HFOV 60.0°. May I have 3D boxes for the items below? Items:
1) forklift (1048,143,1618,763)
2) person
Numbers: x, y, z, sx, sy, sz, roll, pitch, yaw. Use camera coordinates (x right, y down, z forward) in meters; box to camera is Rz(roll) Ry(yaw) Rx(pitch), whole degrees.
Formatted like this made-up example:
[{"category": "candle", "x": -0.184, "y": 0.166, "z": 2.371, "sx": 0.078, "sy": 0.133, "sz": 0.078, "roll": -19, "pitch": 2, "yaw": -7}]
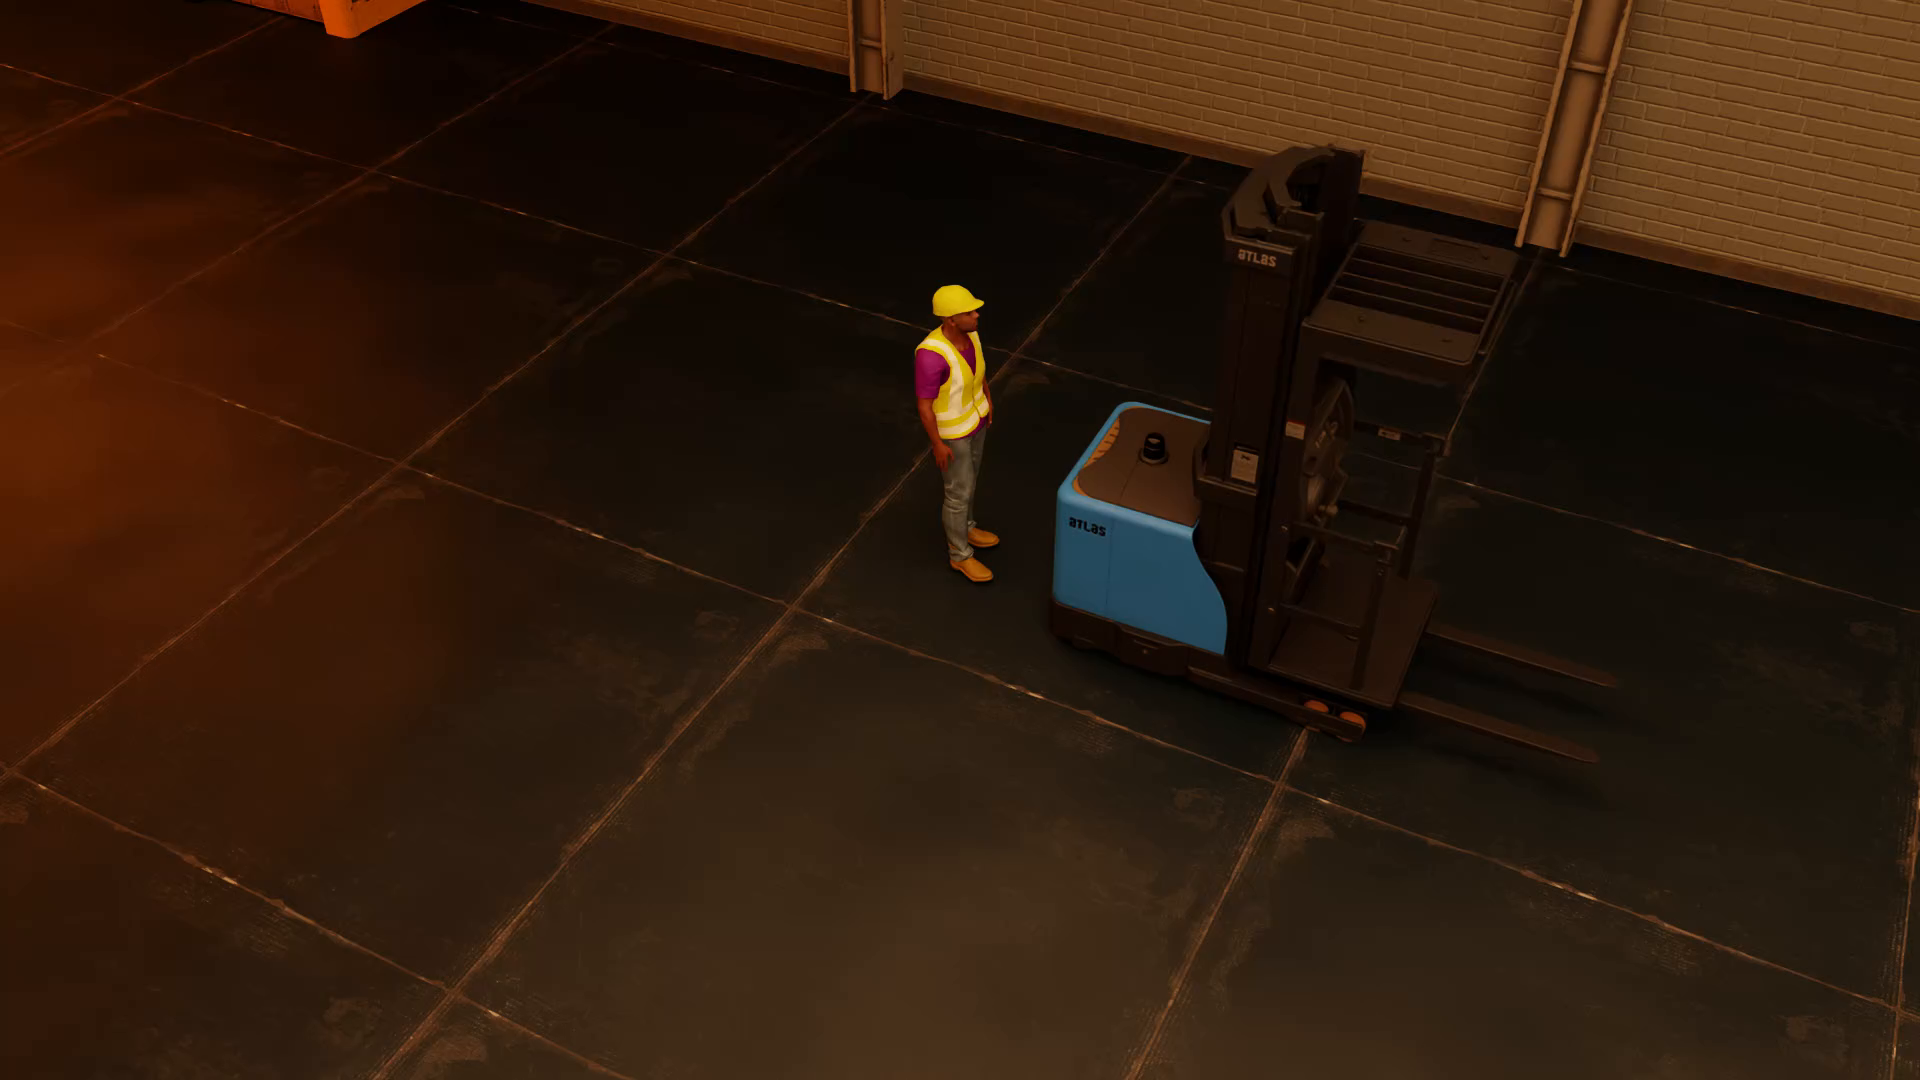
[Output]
[{"category": "forklift", "x": 2.063, "y": -0.424, "z": 8.490, "sx": 3.031, "sy": 2.935, "sz": 1.130, "roll": 17, "pitch": 43, "yaw": 20}, {"category": "person", "x": 0.060, "y": -0.657, "z": 9.660, "sx": 0.575, "sy": 1.768, "sz": 0.666, "roll": 18, "pitch": 43, "yaw": 21}]
